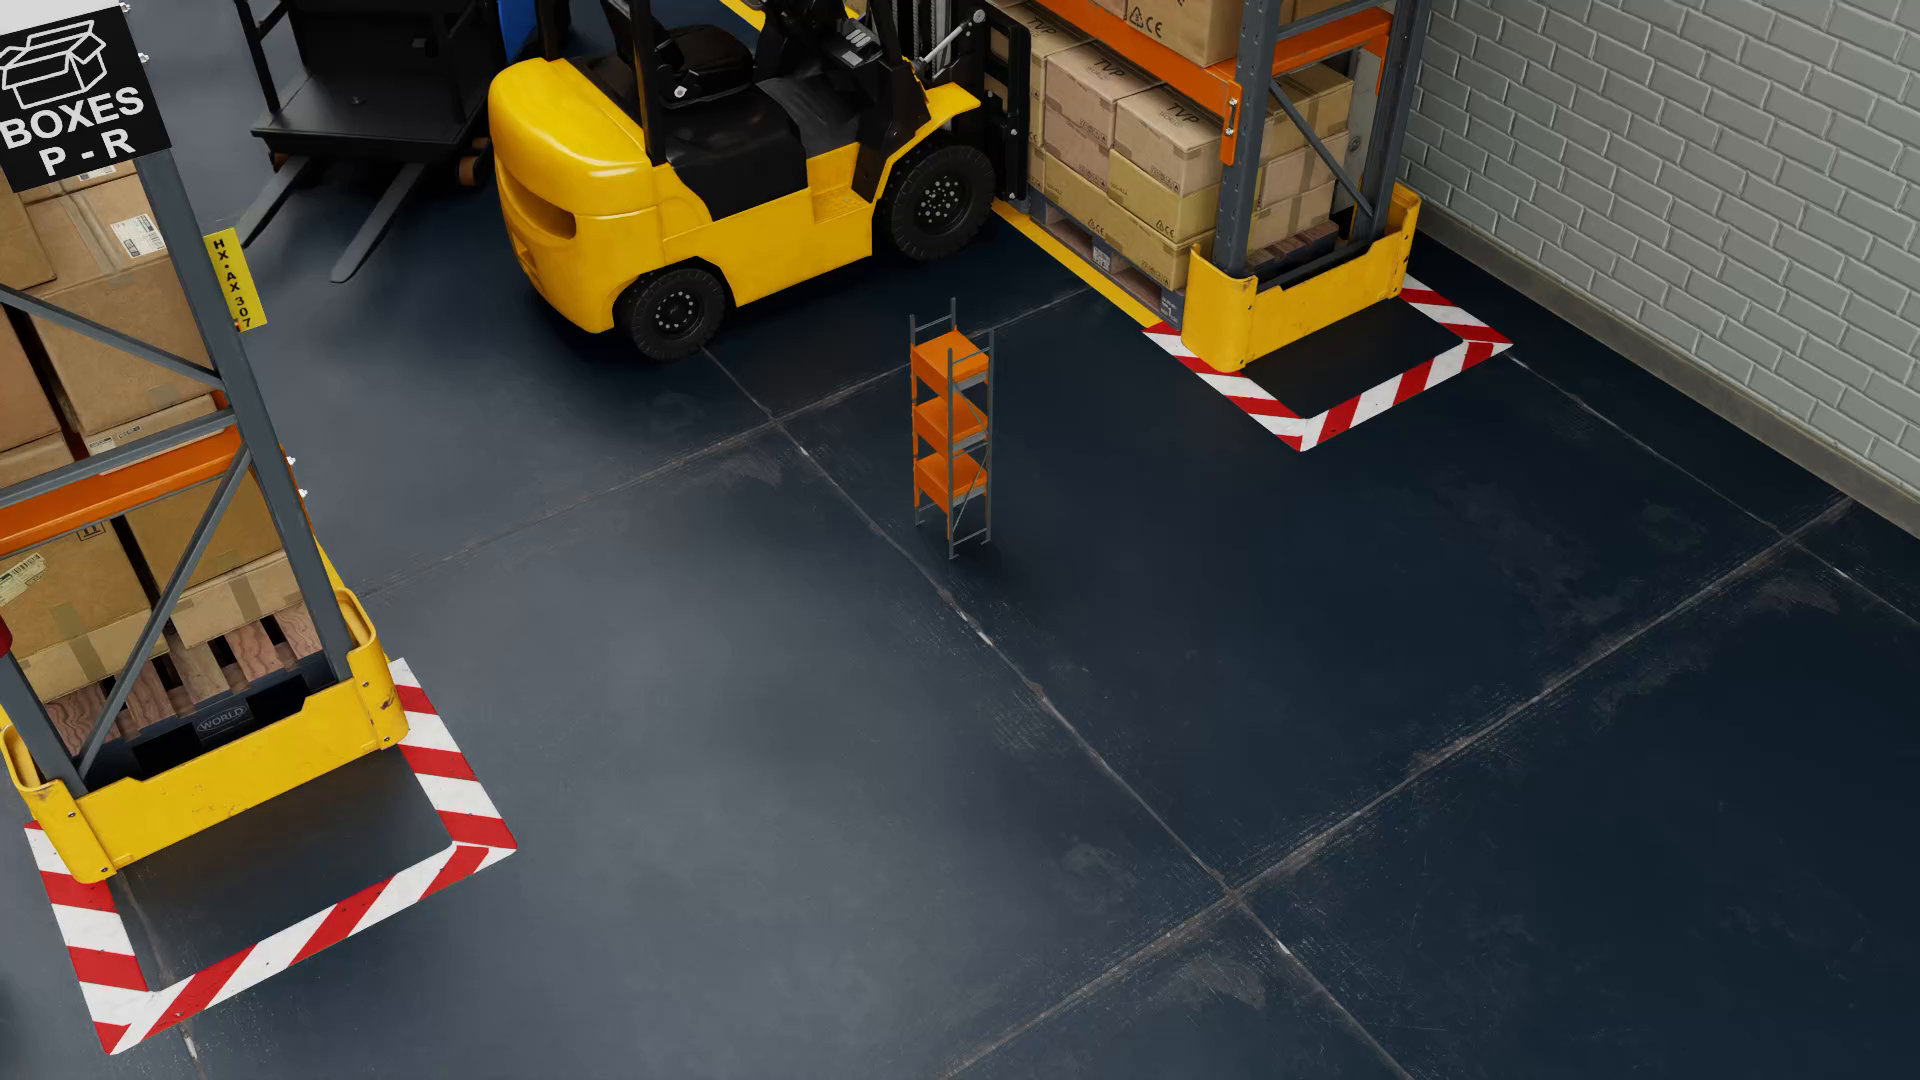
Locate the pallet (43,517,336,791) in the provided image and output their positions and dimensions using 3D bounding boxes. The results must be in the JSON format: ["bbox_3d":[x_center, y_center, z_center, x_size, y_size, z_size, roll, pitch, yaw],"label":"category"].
[{"bbox_3d":[-2.986,0.287,6.297,1.003,0.211,1.213,-26,49,-24],"label":"pallet"}]

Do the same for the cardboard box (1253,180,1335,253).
[{"bbox_3d":[1.442,-1.680,8.025,0.500,0.250,0.500,-26,49,-24],"label":"cardboard box"}]

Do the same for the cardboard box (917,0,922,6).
[{"bbox_3d":[-0.128,-2.983,8.666,0.500,0.250,0.500,-24,49,-23],"label":"cardboard box"}]

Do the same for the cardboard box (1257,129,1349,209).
[{"bbox_3d":[1.464,-1.854,7.845,0.500,0.250,0.500,-25,49,-24],"label":"cardboard box"}]

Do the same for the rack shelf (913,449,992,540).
[{"bbox_3d":[-0.031,-0.201,6.618,0.215,0.259,0.240,-26,49,-24],"label":"rack shelf"}]

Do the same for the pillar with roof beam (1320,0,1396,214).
[{"bbox_3d":[-1.627,-3.387,3.781,9.100,9.000,0.400,-26,49,-24],"label":"pillar with roof beam"}]

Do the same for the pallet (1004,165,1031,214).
[{"bbox_3d":[0.397,-2.266,8.970,1.003,0.211,1.213,-26,49,-24],"label":"pallet"}]

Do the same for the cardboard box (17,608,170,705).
[{"bbox_3d":[-3.203,0.273,5.979,0.500,0.250,0.500,-26,49,-25],"label":"cardboard box"}]

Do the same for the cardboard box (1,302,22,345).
[{"bbox_3d":[-3.325,-0.832,5.162,0.500,0.500,0.500,-26,49,-24],"label":"cardboard box"}]

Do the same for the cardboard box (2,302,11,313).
[{"bbox_3d":[-3.464,-0.829,5.628,0.380,0.149,0.250,-25,49,-24],"label":"cardboard box"}]

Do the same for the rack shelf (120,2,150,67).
[{"bbox_3d":[-3.650,-2.162,5.191,1.077,0.370,4.000,-26,49,-24],"label":"rack shelf"}]

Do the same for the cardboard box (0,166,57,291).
[{"bbox_3d":[-2.978,-0.913,4.522,0.700,0.500,0.500,-27,50,-25],"label":"cardboard box"}]

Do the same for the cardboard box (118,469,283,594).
[{"bbox_3d":[-2.755,-0.212,5.944,0.500,0.500,0.500,-27,50,-26],"label":"cardboard box"}]

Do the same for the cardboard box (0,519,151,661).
[{"bbox_3d":[-3.179,0.016,5.705,0.500,0.500,0.500,-25,49,-24],"label":"cardboard box"}]

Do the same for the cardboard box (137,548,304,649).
[{"bbox_3d":[-2.741,0.072,6.189,0.500,0.250,0.500,-26,49,-25],"label":"cardboard box"}]

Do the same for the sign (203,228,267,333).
[{"bbox_3d":[-2.061,-0.732,4.718,0.100,0.325,0.005,-26,49,-24],"label":"sign"}]

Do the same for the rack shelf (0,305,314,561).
[{"bbox_3d":[-3.650,-1.077,6.227,1.077,0.370,4.000,-26,49,-24],"label":"rack shelf"}]

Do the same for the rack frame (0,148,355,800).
[{"bbox_3d":[-2.506,-0.205,4.792,1.000,3.000,0.127,-26,49,-24],"label":"rack frame"}]

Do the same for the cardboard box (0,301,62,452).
[{"bbox_3d":[-3.043,-0.547,4.863,0.500,0.500,0.500,-27,50,-25],"label":"cardboard box"}]

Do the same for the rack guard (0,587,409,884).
[{"bbox_3d":[-2.550,0.657,5.700,1.175,0.500,0.348,-26,49,-24],"label":"rack guard"}]

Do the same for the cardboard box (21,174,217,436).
[{"bbox_3d":[-2.550,-0.726,5.050,0.500,0.500,0.500,-26,50,-25],"label":"cardboard box"}]

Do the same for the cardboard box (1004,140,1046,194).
[{"bbox_3d":[0.479,-2.038,8.400,0.500,0.250,0.500,-25,49,-24],"label":"cardboard box"}]

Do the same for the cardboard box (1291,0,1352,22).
[{"bbox_3d":[1.507,-2.594,7.222,0.500,0.500,0.500,-24,49,-23],"label":"cardboard box"}]

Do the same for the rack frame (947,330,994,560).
[{"bbox_3d":[0.039,-0.341,6.347,0.200,1.050,0.008,-26,49,-24],"label":"rack frame"}]

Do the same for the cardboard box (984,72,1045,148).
[{"bbox_3d":[0.437,-2.230,8.239,0.500,0.250,0.500,-27,50,-25],"label":"cardboard box"}]

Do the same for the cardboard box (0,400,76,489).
[{"bbox_3d":[-2.896,-0.241,5.012,0.380,0.149,0.250,-24,49,-23],"label":"cardboard box"}]

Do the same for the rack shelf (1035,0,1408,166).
[{"bbox_3d":[0.419,-3.040,8.283,1.077,0.370,4.000,-26,49,-24],"label":"rack shelf"}]

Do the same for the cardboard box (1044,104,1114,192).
[{"bbox_3d":[0.750,-1.946,7.941,0.500,0.250,0.500,-26,50,-25],"label":"cardboard box"}]

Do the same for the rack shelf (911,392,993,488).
[{"bbox_3d":[-0.031,-0.402,6.427,0.215,0.259,0.240,-26,49,-24],"label":"rack shelf"}]

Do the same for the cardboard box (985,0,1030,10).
[{"bbox_3d":[0.166,-2.683,8.351,0.500,0.250,0.500,-27,50,-25],"label":"cardboard box"}]

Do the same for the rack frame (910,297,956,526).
[{"bbox_3d":[-0.100,-0.479,6.492,0.200,1.050,0.008,-26,49,-24],"label":"rack frame"}]

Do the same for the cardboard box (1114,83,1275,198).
[{"bbox_3d":[1.044,-1.824,7.451,0.500,0.250,0.500,-24,49,-23],"label":"cardboard box"}]

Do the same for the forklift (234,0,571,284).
[{"bbox_3d":[-2.997,-3.152,7.929,1.130,2.935,3.031,5,44,5],"label":"forklift"}]

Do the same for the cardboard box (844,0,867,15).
[{"bbox_3d":[-0.412,-3.091,9.140,0.500,0.250,0.500,-26,49,-25],"label":"cardboard box"}]

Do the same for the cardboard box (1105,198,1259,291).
[{"bbox_3d":[1.035,-1.466,7.801,0.500,0.250,0.500,-25,49,-24],"label":"cardboard box"}]

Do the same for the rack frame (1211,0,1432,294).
[{"bbox_3d":[1.563,-2.167,6.848,1.000,3.000,0.127,-26,49,-24],"label":"rack frame"}]

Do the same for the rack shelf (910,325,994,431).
[{"bbox_3d":[-0.031,-0.608,6.231,0.215,0.259,0.240,-26,49,-24],"label":"rack shelf"}]

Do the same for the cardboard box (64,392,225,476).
[{"bbox_3d":[-2.531,-0.388,5.166,0.380,0.149,0.250,-26,49,-24],"label":"cardboard box"}]

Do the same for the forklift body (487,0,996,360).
[{"bbox_3d":[-1.018,-2.214,7.511,2.313,2.155,1.214,-26,49,-24],"label":"forklift body"}]

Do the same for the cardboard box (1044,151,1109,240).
[{"bbox_3d":[0.758,-1.751,8.100,0.500,0.250,0.500,-26,49,-24],"label":"cardboard box"}]

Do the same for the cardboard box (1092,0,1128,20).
[{"bbox_3d":[0.777,-2.676,7.309,0.500,0.500,0.500,-24,49,-23],"label":"cardboard box"}]

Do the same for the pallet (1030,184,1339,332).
[{"bbox_3d":[1.091,-1.575,8.247,1.003,0.211,1.213,-26,49,-24],"label":"pallet"}]

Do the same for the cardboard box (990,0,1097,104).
[{"bbox_3d":[0.450,-2.393,8.047,0.500,0.250,0.500,-25,49,-24],"label":"cardboard box"}]

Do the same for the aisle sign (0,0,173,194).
[{"bbox_3d":[-2.217,-1.232,3.986,0.394,0.787,0.004,-26,49,-24],"label":"aisle sign"}]

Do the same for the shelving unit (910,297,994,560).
[{"bbox_3d":[-0.031,-0.410,6.419,0.215,1.050,0.252,-26,49,-24],"label":"shelving unit"}]

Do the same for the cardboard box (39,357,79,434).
[{"bbox_3d":[-2.687,-0.525,5.310,0.380,0.149,0.250,-25,49,-24],"label":"cardboard box"}]

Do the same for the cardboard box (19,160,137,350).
[{"bbox_3d":[-2.849,-1.018,5.356,0.500,0.500,0.500,-24,49,-23],"label":"cardboard box"}]

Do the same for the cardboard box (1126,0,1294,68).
[{"bbox_3d":[1.066,-2.379,6.997,0.500,0.500,0.500,-27,50,-25],"label":"cardboard box"}]

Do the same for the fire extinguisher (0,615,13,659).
[{"bbox_3d":[-2.819,0.070,4.560,0.296,0.674,0.183,-26,49,-24],"label":"fire extinguisher"}]

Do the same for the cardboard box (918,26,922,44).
[{"bbox_3d":[-0.134,-2.801,8.837,0.500,0.250,0.500,-26,50,-25],"label":"cardboard box"}]

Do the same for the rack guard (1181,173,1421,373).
[{"bbox_3d":[1.577,-1.250,7.697,1.175,0.500,0.348,-26,49,-24],"label":"rack guard"}]

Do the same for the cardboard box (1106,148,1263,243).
[{"bbox_3d":[1.028,-1.658,7.639,0.500,0.250,0.500,-26,50,-25],"label":"cardboard box"}]

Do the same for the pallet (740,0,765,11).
[{"bbox_3d":[-1.179,-3.826,10.605,1.003,0.211,1.213,-26,49,-24],"label":"pallet"}]

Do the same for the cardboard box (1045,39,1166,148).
[{"bbox_3d":[0.747,-2.111,7.752,0.500,0.250,0.500,-25,49,-24],"label":"cardboard box"}]

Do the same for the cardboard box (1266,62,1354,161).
[{"bbox_3d":[1.443,-2.033,7.671,0.500,0.250,0.500,-26,50,-25],"label":"cardboard box"}]
